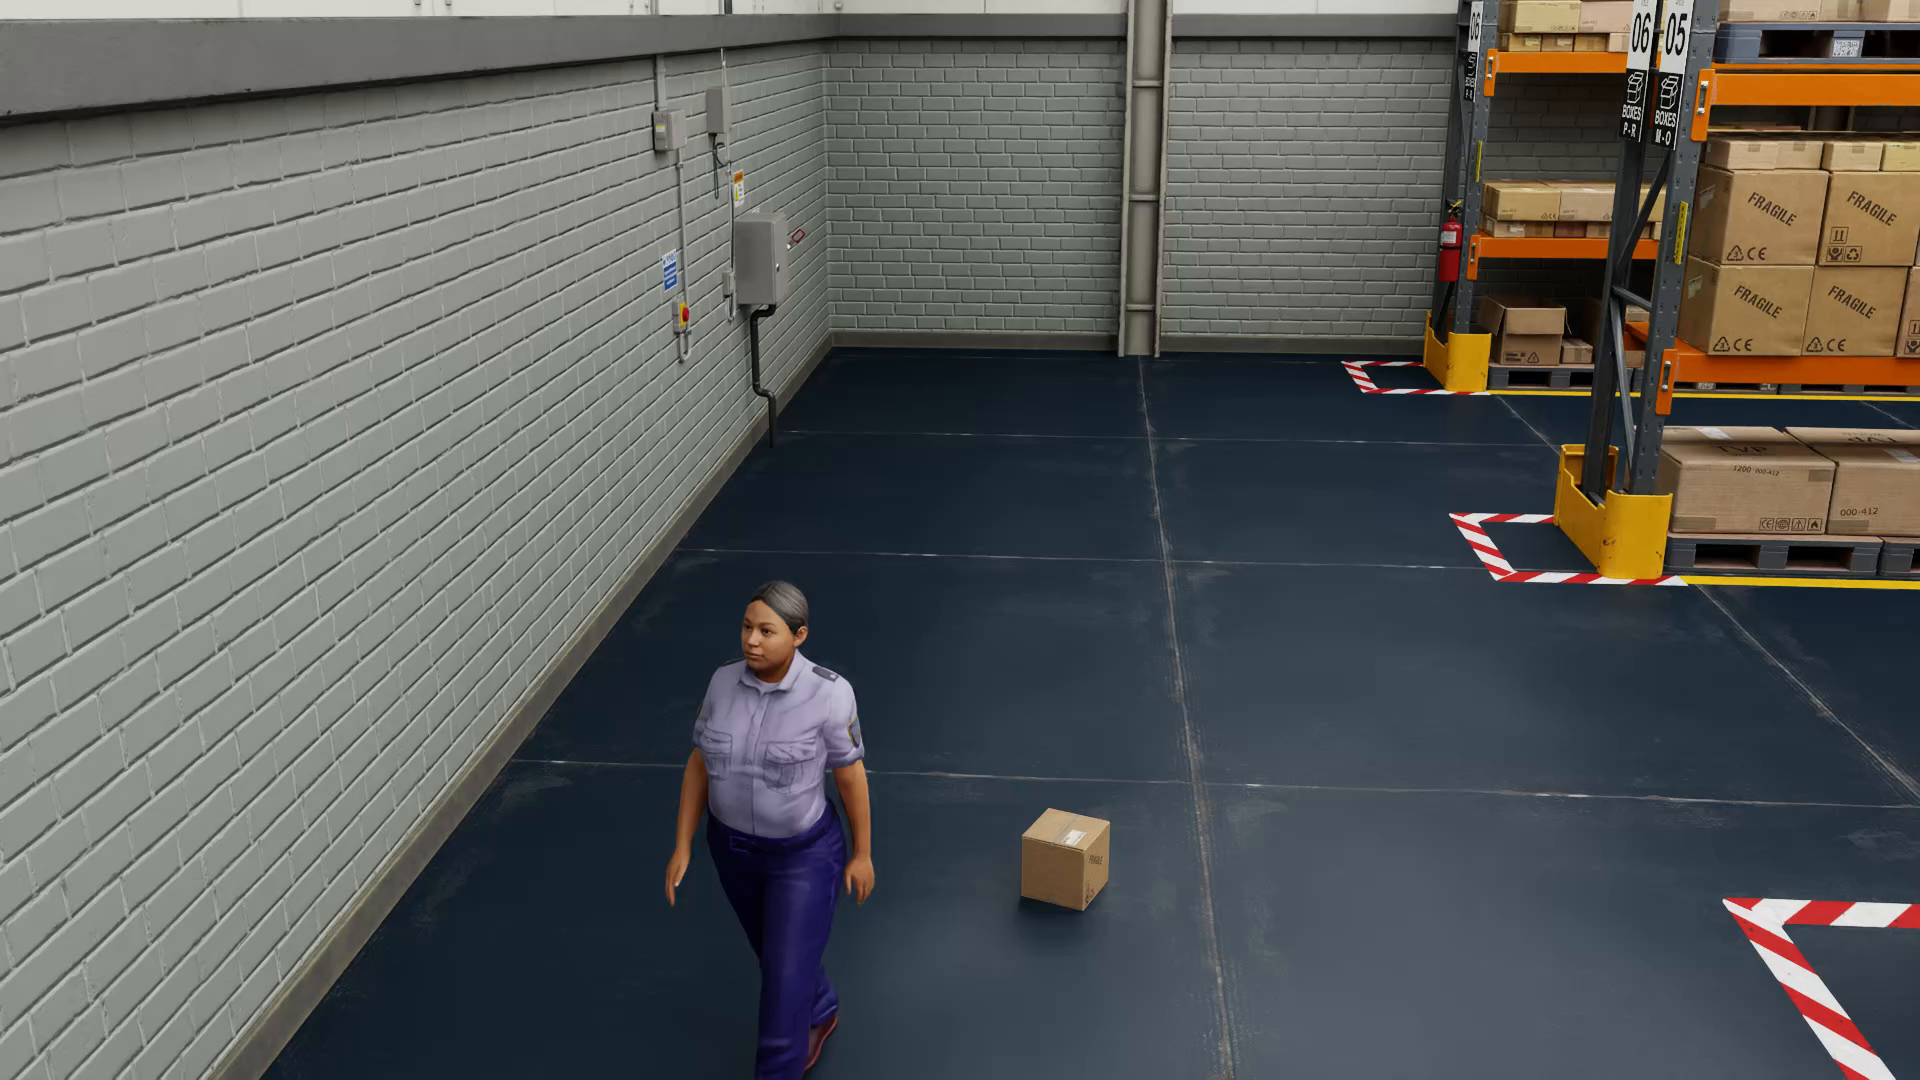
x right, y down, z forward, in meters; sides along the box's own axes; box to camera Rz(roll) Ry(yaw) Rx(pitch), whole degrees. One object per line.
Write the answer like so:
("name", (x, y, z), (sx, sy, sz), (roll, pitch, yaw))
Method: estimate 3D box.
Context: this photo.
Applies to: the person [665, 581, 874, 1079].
("person", (-0.565, 0.917, 4.671), (0.512, 1.625, 0.880), (8, 19, 24))
